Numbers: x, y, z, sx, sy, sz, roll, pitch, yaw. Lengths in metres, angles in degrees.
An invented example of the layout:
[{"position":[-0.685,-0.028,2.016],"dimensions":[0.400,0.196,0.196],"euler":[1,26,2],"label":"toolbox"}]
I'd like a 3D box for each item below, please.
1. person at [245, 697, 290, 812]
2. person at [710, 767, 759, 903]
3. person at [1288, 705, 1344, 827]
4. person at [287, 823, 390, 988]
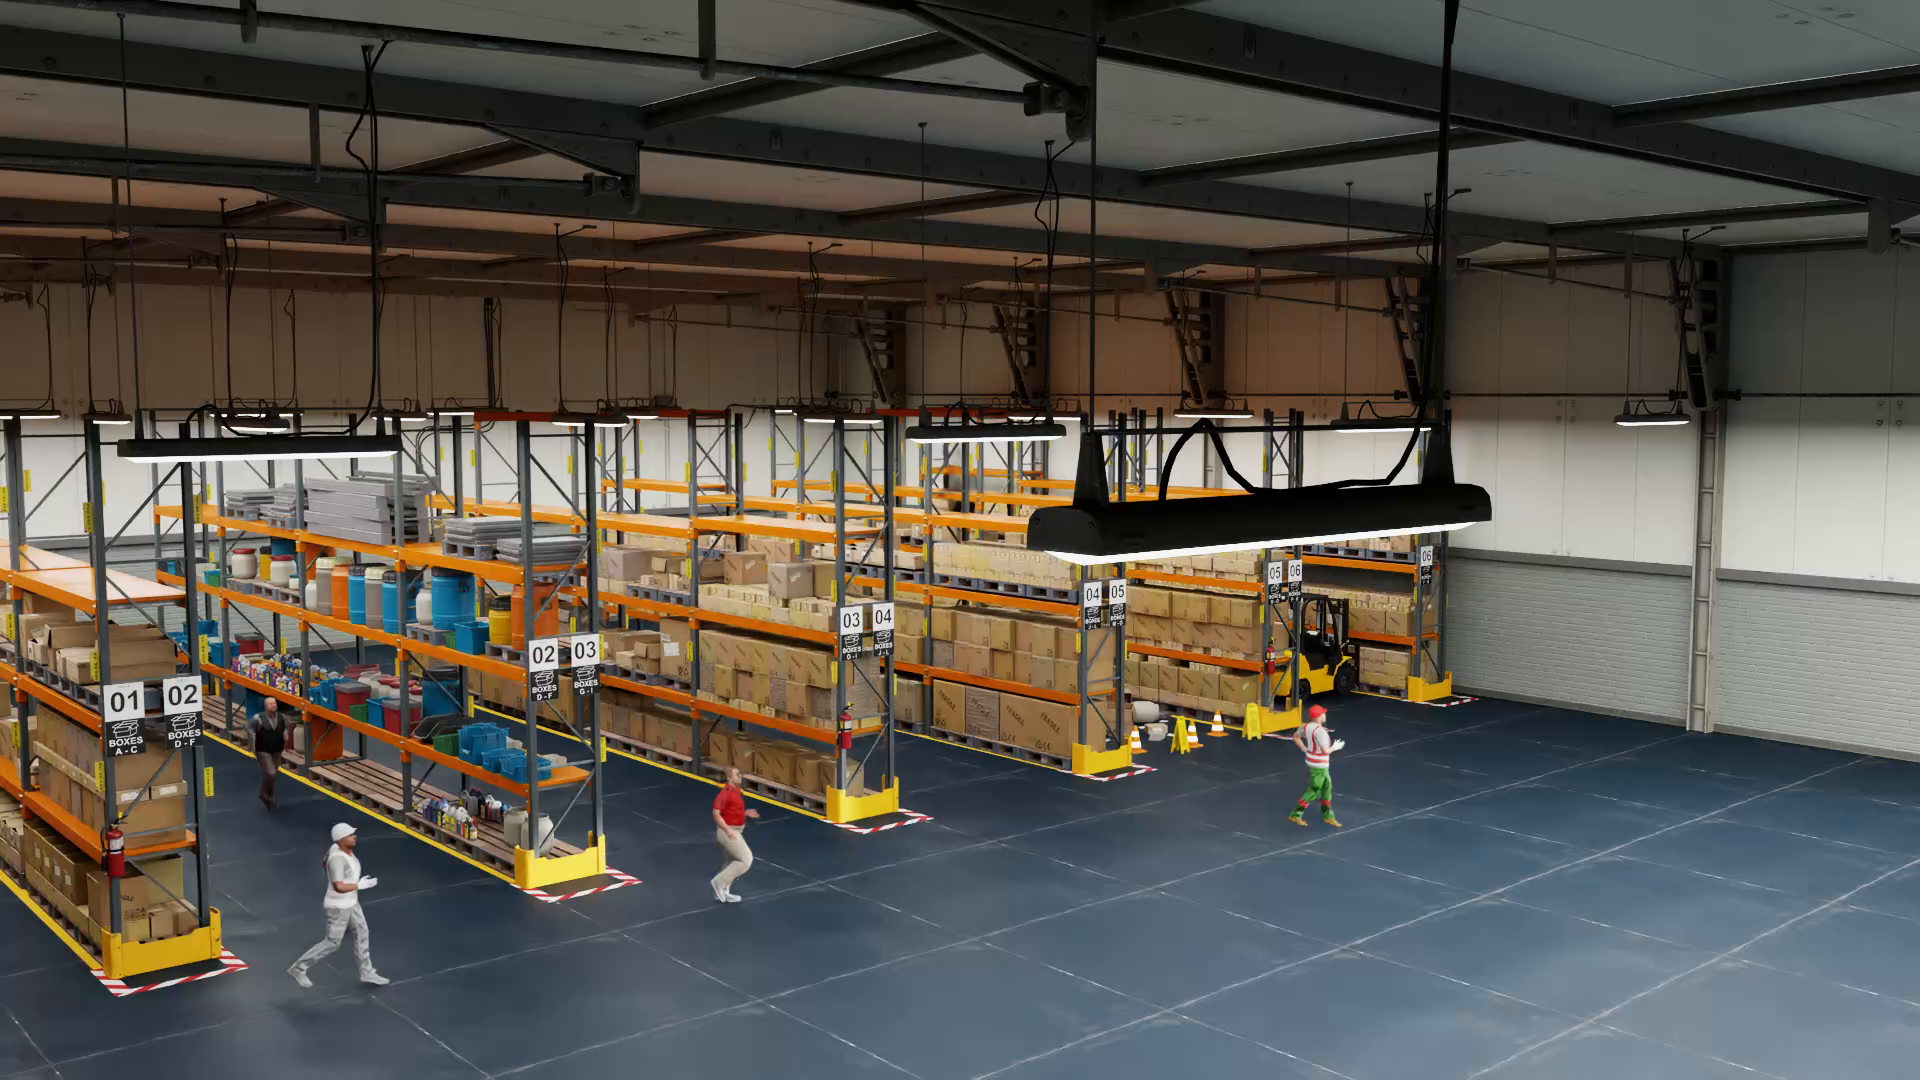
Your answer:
[{"position":[-10.530,3.260,25.405],"dimensions":[0.847,1.760,0.574],"euler":[4,6,38],"label":"person"},{"position":[-2.809,3.665,20.755],"dimensions":[0.612,1.695,0.645],"euler":[-1,5,-7],"label":"person"},{"position":[5.177,3.300,24.126],"dimensions":[0.847,1.825,0.640],"euler":[0,5,-4],"label":"person"},{"position":[-6.608,3.888,17.651],"dimensions":[0.996,1.796,0.694],"euler":[-1,5,-12],"label":"person"}]
